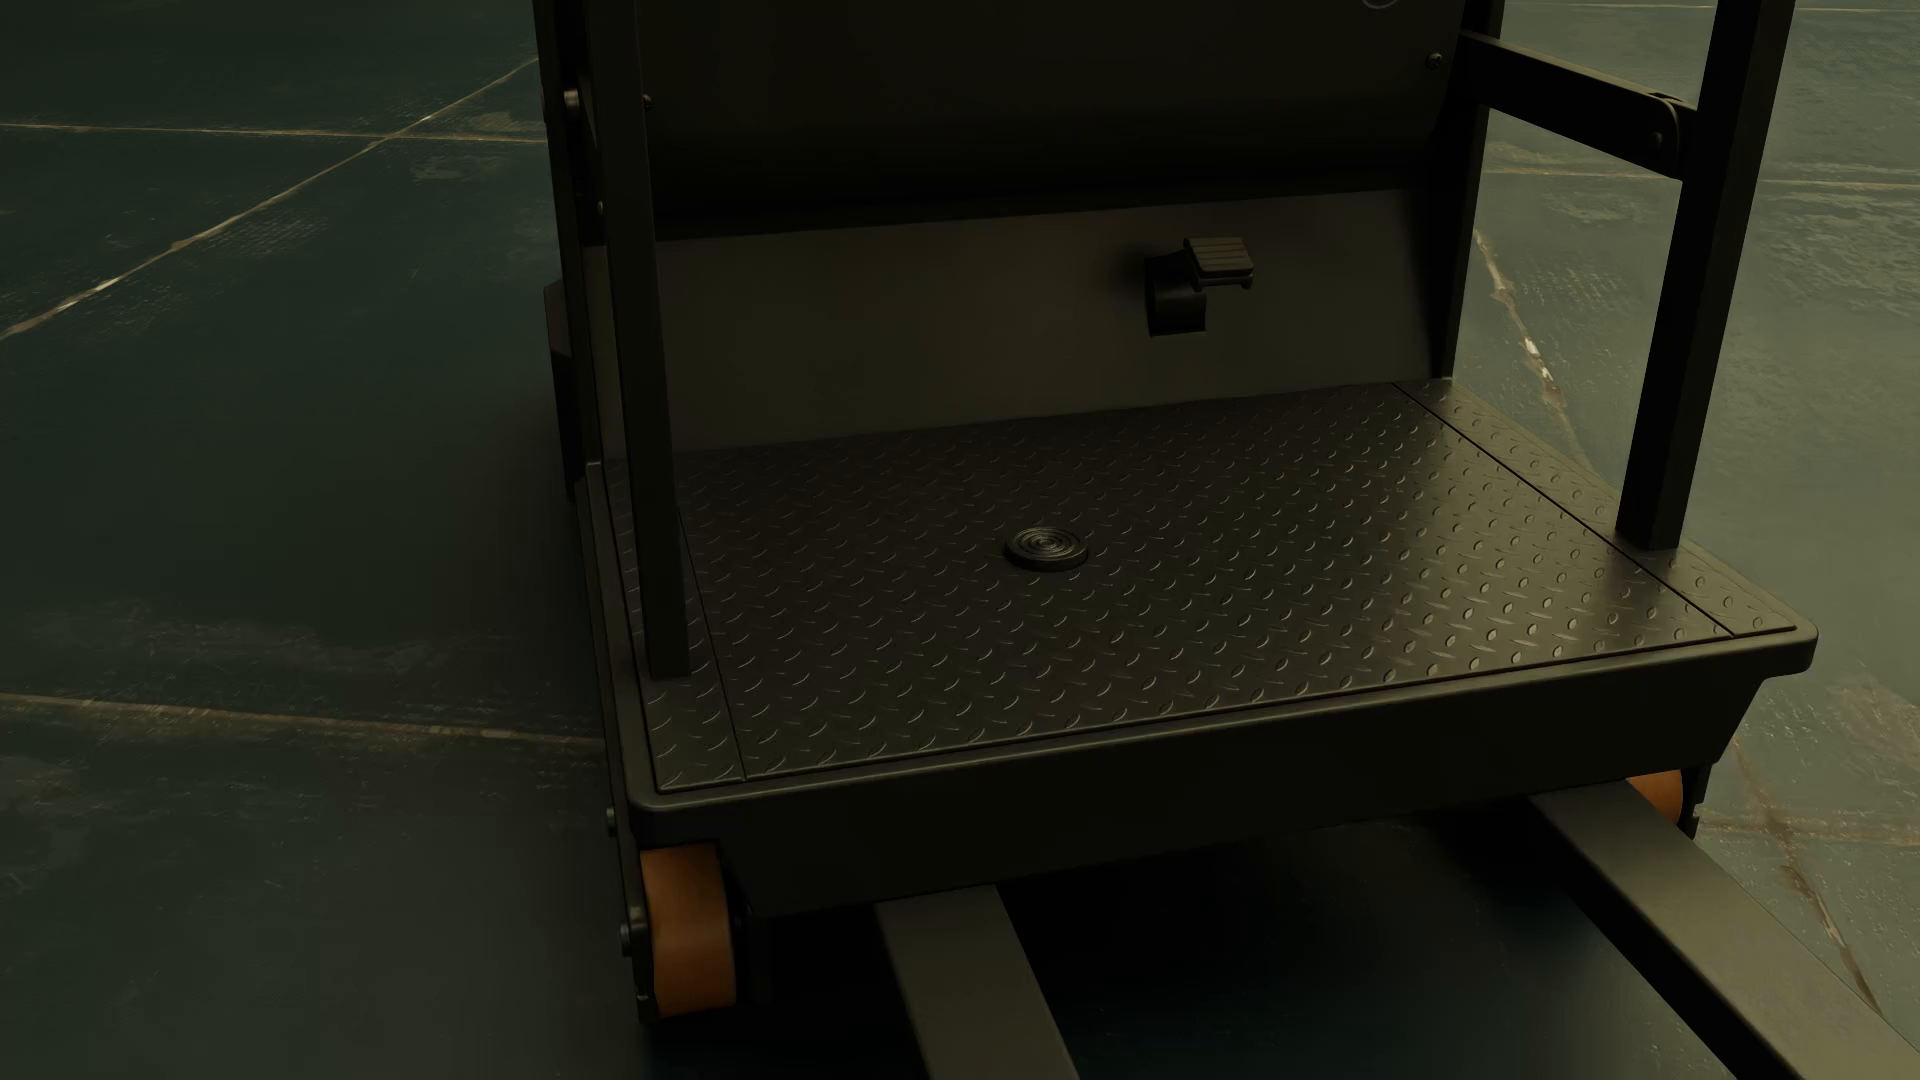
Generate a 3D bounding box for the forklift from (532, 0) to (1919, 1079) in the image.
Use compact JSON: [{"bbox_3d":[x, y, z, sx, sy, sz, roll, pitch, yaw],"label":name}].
[{"bbox_3d":[0.153,-1.049,1.319,1.130,2.935,3.031,-7,27,-13],"label":"forklift"}]
